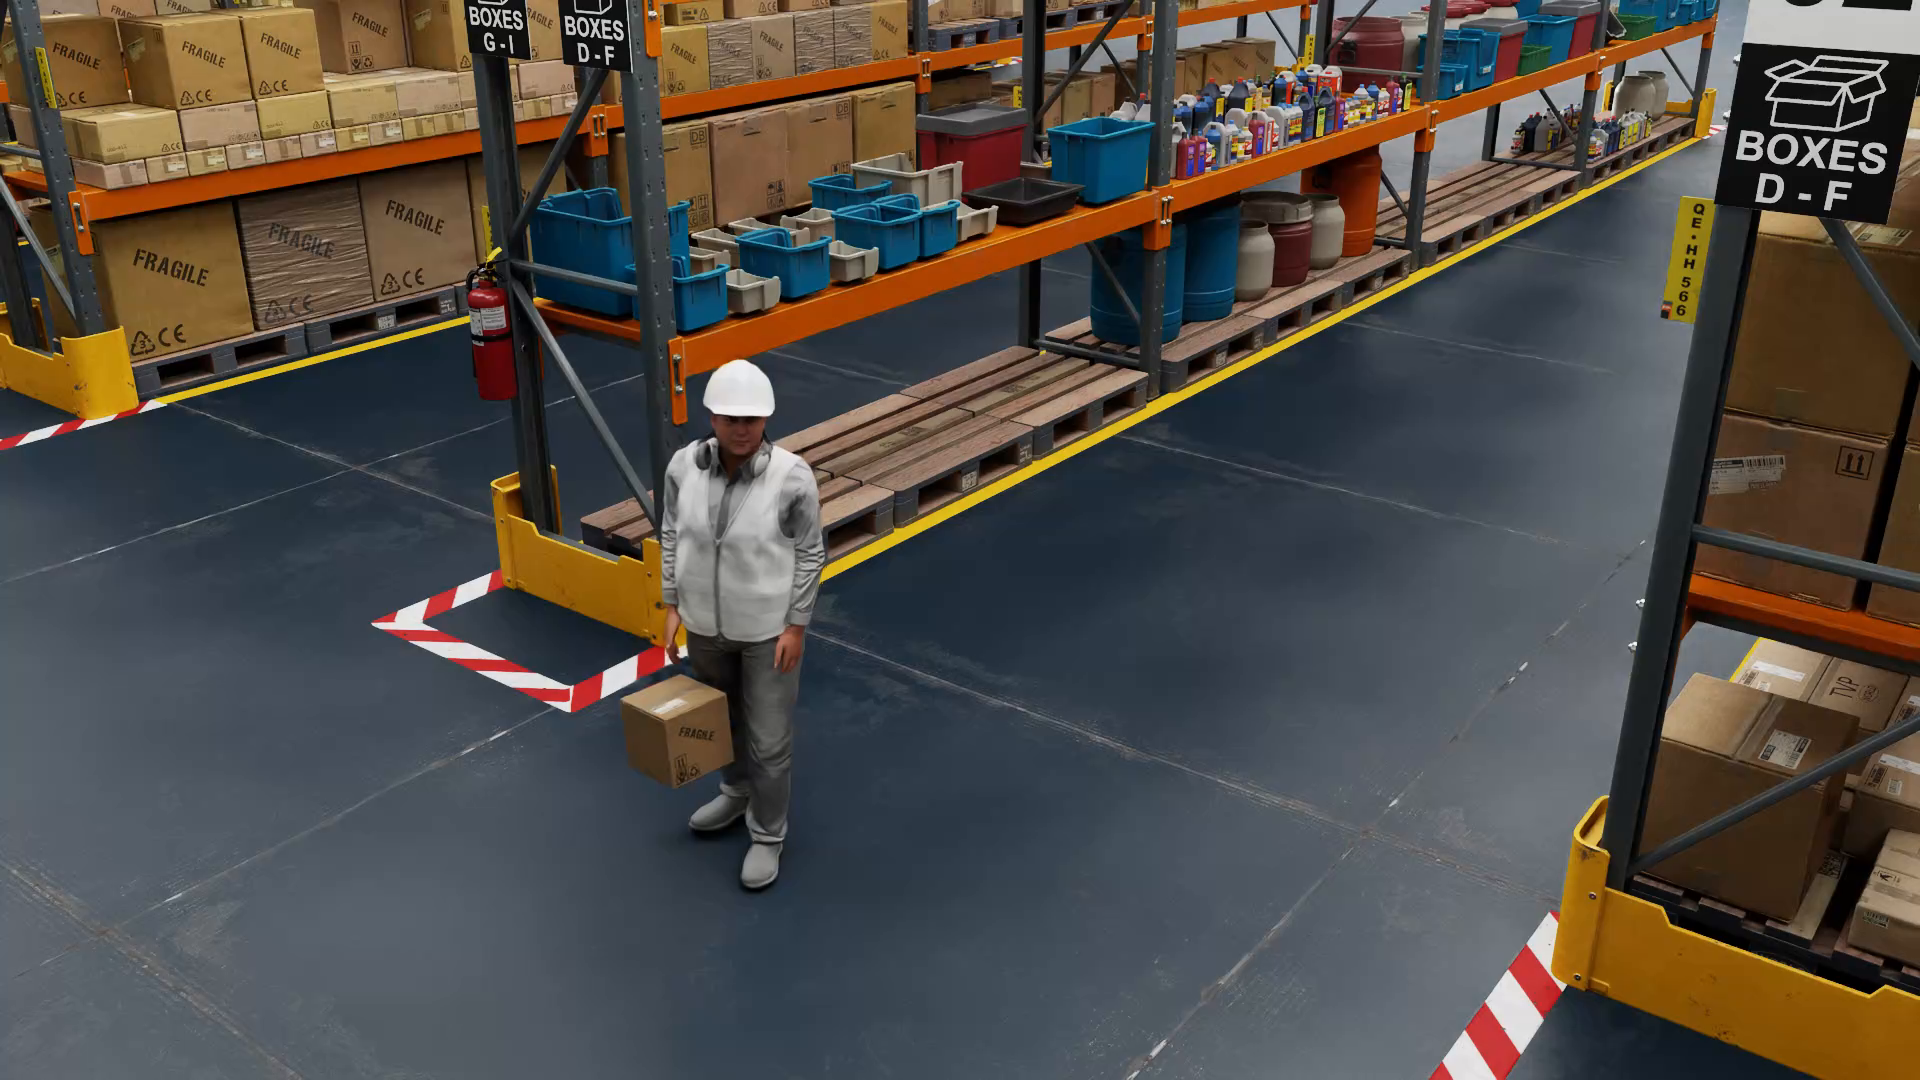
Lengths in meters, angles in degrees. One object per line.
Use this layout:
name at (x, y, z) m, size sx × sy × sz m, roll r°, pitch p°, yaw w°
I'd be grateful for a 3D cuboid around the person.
person at (-0.711, 0.259, 5.467) m, size 0.554 × 1.770 × 0.538 m, roll 7°, pitch 24°, yaw 16°
